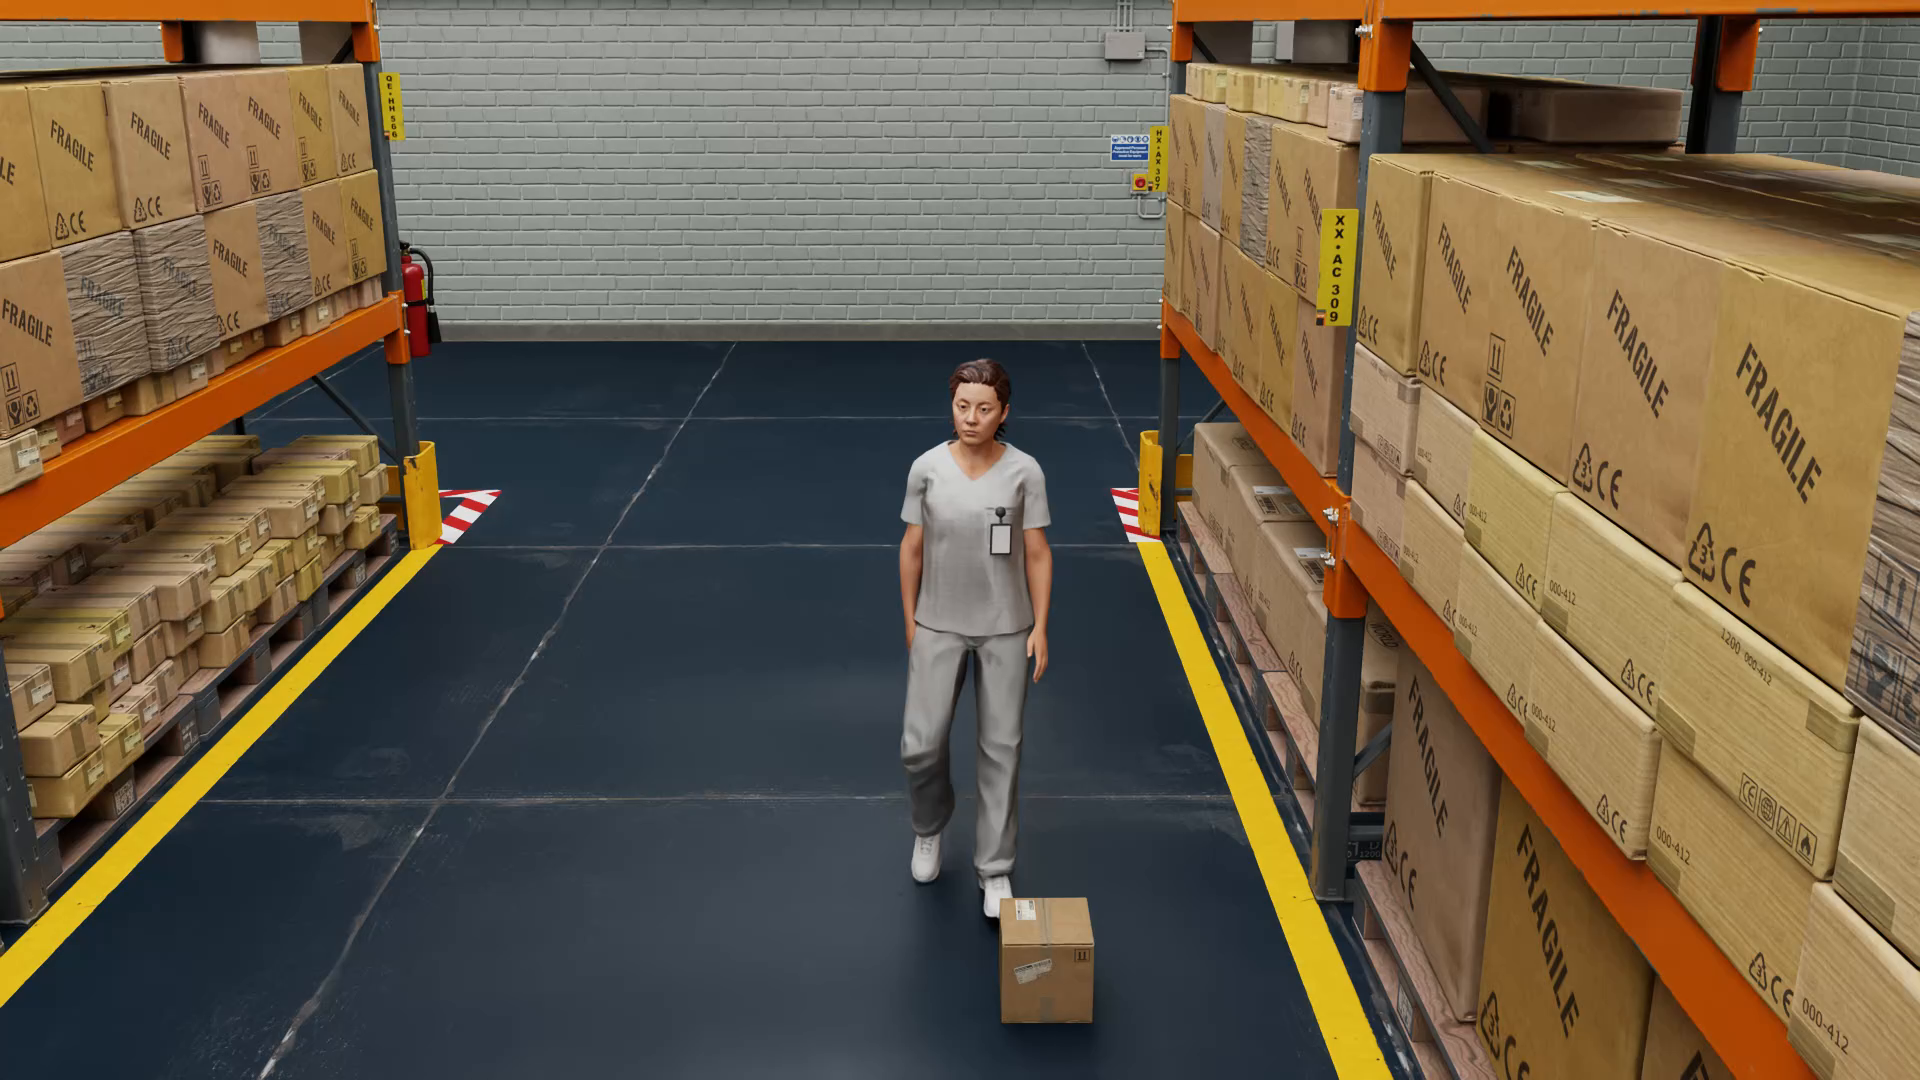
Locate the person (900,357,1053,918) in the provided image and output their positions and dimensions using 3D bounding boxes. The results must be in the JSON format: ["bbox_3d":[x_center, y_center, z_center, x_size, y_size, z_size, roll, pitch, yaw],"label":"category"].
[{"bbox_3d":[0.047,0.299,5.048,0.464,1.677,0.541,0,17,1],"label":"person"}]
